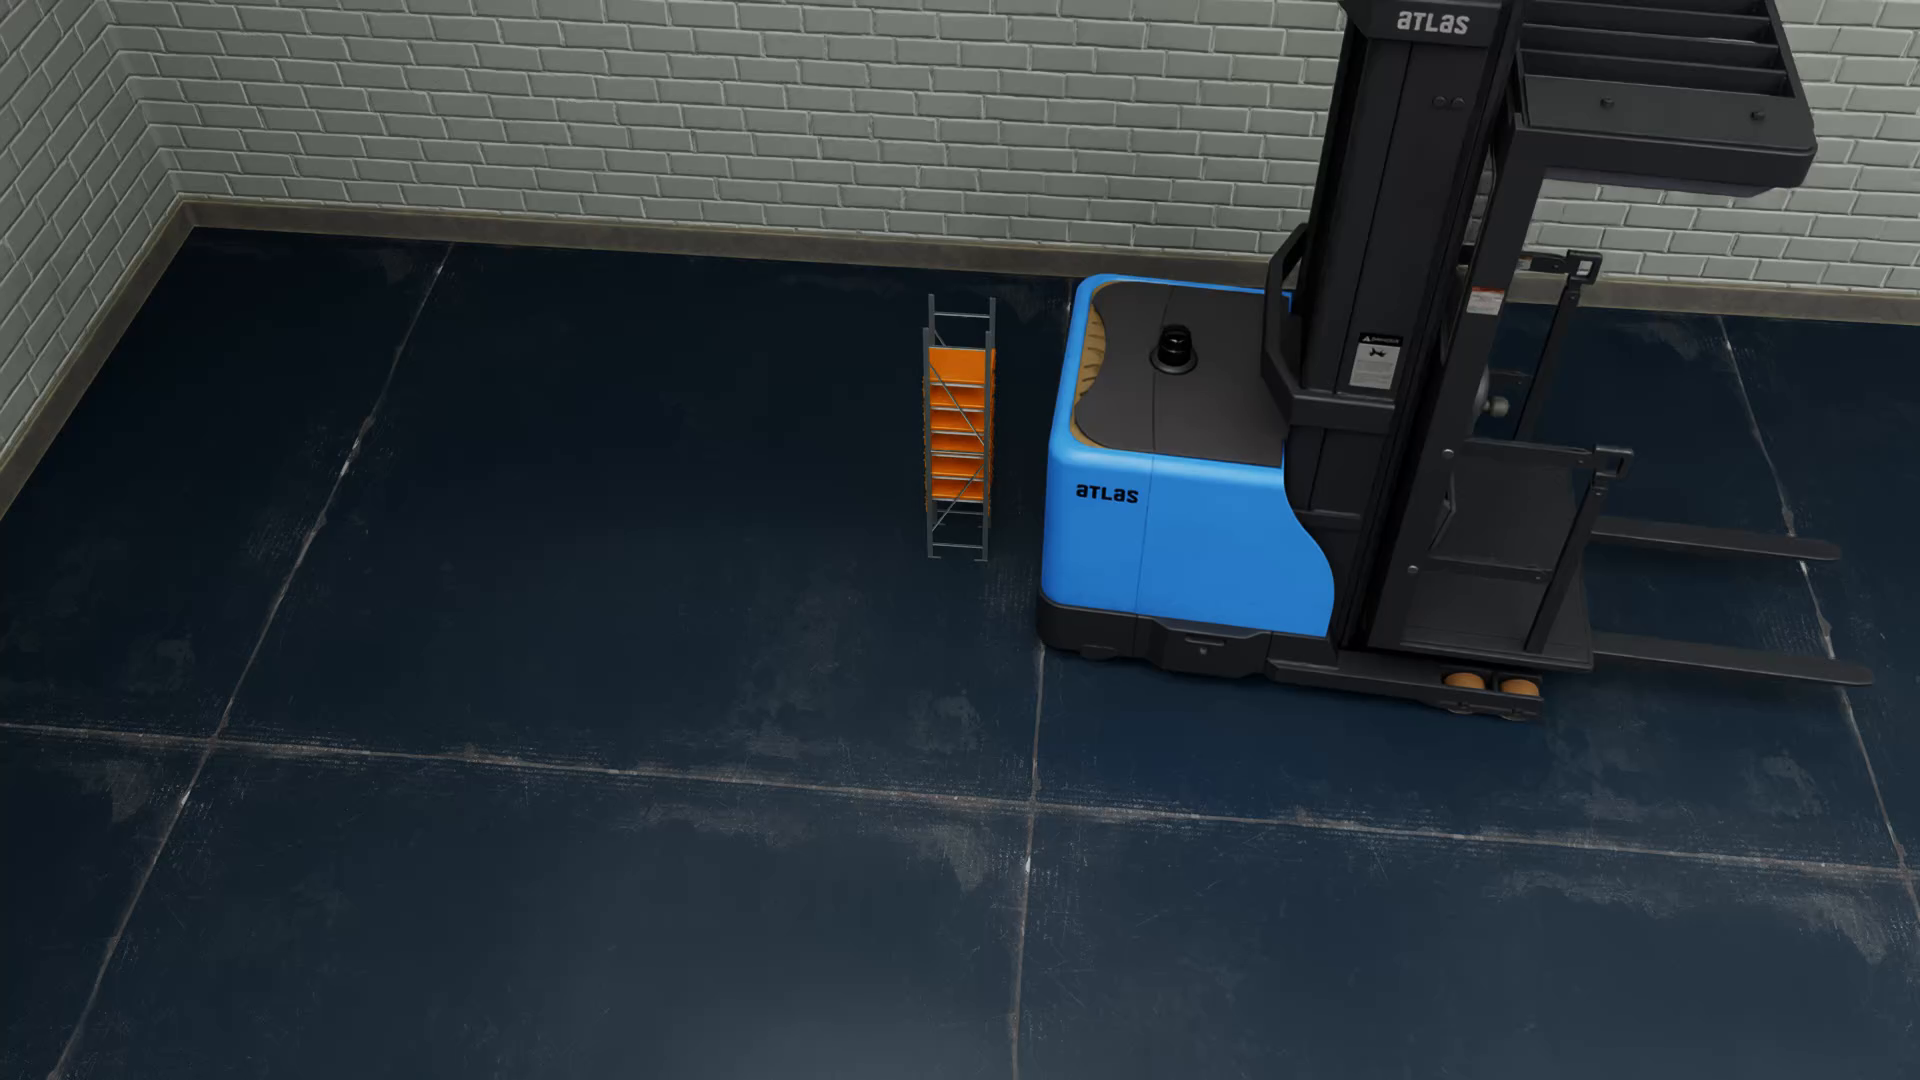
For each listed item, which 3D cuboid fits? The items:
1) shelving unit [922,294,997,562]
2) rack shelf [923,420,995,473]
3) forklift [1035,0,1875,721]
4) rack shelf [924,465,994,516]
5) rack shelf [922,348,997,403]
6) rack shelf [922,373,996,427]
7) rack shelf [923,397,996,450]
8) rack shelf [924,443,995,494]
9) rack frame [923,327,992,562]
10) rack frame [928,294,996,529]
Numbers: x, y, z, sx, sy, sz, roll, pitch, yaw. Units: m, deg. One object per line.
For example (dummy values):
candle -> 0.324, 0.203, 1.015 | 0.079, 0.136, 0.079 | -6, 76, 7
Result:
shelving unit -> -0.001, -0.394, 6.298 | 0.258, 1.200, 0.189 | 4, 48, 4
rack shelf -> -0.001, -0.364, 6.330 | 0.258, 0.103, 0.180 | 4, 48, 4
forklift -> 1.851, -0.747, 5.447 | 3.031, 2.935, 1.130 | 7, 48, 6
rack shelf -> -0.001, -0.202, 6.507 | 0.258, 0.103, 0.180 | 4, 48, 4
rack shelf -> -0.001, -0.607, 6.065 | 0.258, 0.103, 0.180 | 4, 48, 4
rack shelf -> -0.001, -0.526, 6.153 | 0.258, 0.103, 0.180 | 4, 48, 4
rack shelf -> -0.001, -0.445, 6.242 | 0.258, 0.103, 0.180 | 4, 48, 4
rack shelf -> -0.001, -0.283, 6.419 | 0.258, 0.103, 0.180 | 4, 48, 4
rack frame -> -0.010, -0.327, 6.236 | 0.240, 1.200, 0.006 | 4, 48, 4
rack frame -> 0.007, -0.462, 6.359 | 0.240, 1.200, 0.006 | 4, 48, 4
